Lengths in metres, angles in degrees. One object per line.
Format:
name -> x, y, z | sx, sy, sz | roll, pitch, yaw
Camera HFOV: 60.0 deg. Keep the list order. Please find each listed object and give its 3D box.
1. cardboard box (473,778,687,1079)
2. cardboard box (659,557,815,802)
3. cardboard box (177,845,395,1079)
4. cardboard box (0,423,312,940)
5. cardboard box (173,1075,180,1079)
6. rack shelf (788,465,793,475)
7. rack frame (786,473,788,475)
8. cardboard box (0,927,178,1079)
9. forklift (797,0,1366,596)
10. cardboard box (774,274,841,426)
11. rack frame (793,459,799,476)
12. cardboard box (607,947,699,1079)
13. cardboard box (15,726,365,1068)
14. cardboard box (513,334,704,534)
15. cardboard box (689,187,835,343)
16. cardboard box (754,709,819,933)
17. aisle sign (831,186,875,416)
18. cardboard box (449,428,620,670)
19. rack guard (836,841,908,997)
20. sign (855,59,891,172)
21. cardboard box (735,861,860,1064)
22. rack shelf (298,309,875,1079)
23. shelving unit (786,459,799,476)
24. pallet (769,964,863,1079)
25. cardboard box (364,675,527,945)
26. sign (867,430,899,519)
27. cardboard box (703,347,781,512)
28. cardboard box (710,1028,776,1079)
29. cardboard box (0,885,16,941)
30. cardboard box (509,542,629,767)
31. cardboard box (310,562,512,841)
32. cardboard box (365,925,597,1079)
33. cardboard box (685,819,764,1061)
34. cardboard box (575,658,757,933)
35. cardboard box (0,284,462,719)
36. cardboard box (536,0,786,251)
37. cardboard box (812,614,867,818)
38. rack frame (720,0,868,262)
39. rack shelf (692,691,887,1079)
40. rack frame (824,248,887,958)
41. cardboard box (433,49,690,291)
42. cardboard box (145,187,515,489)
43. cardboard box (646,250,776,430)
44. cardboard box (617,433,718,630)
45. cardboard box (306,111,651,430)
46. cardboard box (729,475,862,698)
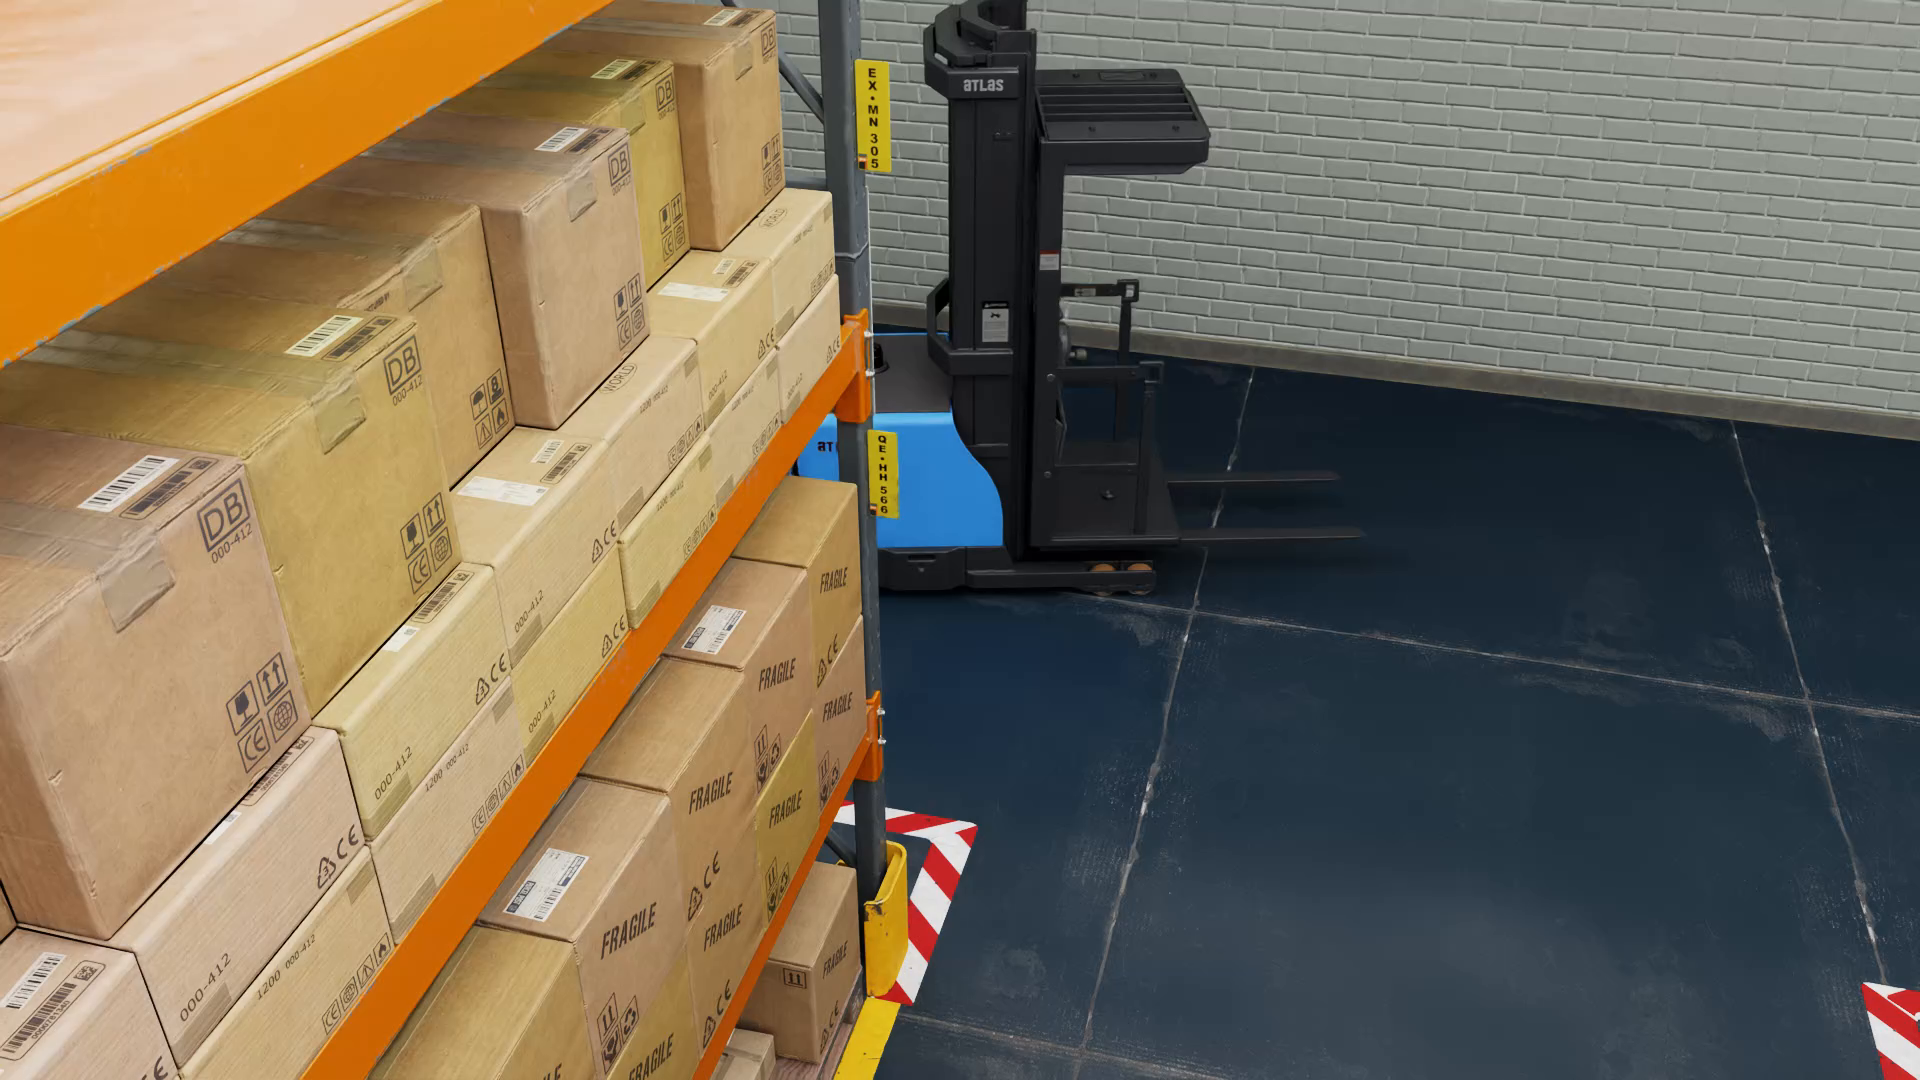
cardboard box -> -1.016, 0.924, 4.045 | 0.500, 0.500, 0.500 | 9, 34, 14
cardboard box -> -0.758, 0.388, 4.889 | 0.500, 0.500, 0.500 | 9, 34, 14
cardboard box -> -1.305, 0.717, 2.740 | 0.500, 0.250, 0.500 | 8, 33, 12
cardboard box -> -1.449, 0.169, 2.437 | 0.700, 0.500, 0.500 | 8, 33, 12
cardboard box -> -1.436, 0.976, 2.333 | 0.500, 0.250, 0.500 | 8, 33, 12
rack shelf -> -1.144, -0.444, 8.955 | 0.538, 0.185, 1.000 | -1, 32, -2
rack frame -> -1.123, -0.324, 8.430 | 0.500, 1.500, 0.032 | -1, 32, -2
cardboard box -> -1.435, 0.765, 2.199 | 0.500, 0.250, 0.500 | 8, 33, 12
forklift -> 0.660, -1.226, 8.517 | 3.031, 2.935, 1.130 | -1, 32, -2
cardboard box -> -0.659, -0.579, 4.778 | 0.500, 0.250, 0.500 | 8, 33, 12
rack frame -> -1.166, -0.869, 9.287 | 0.500, 1.500, 0.032 | -1, 32, -2
cardboard box -> -1.023, 1.338, 4.326 | 0.500, 0.500, 0.500 | 8, 33, 12
cardboard box -> -1.310, 0.505, 2.607 | 0.500, 0.250, 0.500 | 8, 33, 12
cardboard box -> -0.925, -0.273, 3.830 | 0.500, 0.250, 0.500 | 8, 33, 12
cardboard box -> -0.668, -0.791, 4.646 | 0.500, 0.250, 0.500 | 8, 33, 12
cardboard box -> -0.763, 0.818, 5.144 | 0.500, 0.500, 0.500 | 8, 33, 13
aisle sign -> -0.470, -0.770, 5.311 | 0.394, 0.787, 0.004 | 8, 33, 12
cardboard box -> -1.045, -0.012, 3.421 | 0.500, 0.250, 0.500 | 8, 33, 12
rack guard -> -0.803, 1.416, 6.627 | 1.175, 0.500, 0.348 | 8, 33, 12
sign -> -0.252, -1.232, 4.841 | 0.100, 0.325, 0.005 | 8, 33, 12
cardboard box -> -0.684, 1.506, 6.075 | 0.500, 0.500, 0.500 | 8, 33, 12
rack shelf -> -1.292, 0.397, 3.774 | 1.077, 0.370, 4.000 | 8, 33, 12
shelving unit -> -1.145, -0.596, 8.858 | 0.538, 1.500, 1.048 | -1, 32, -2
pallet -> -1.005, 1.951, 6.054 | 1.003, 0.211, 1.213 | 8, 33, 12
cardboard box -> -1.177, 0.458, 3.148 | 0.500, 0.250, 0.500 | 8, 33, 12
sign -> -0.252, -0.215, 5.488 | 0.100, 0.325, 0.005 | 8, 33, 12
cardboard box -> -0.797, -0.321, 4.372 | 0.500, 0.250, 0.500 | 8, 33, 12
cardboard box -> -0.874, 1.845, 5.853 | 0.380, 0.166, 0.250 | 8, 33, 12
cardboard box -> -1.713, 0.409, 2.059 | 0.700, 0.500, 0.500 | 8, 33, 12
cardboard box -> -1.054, 0.198, 3.557 | 0.500, 0.250, 0.500 | 8, 33, 12
cardboard box -> -1.172, 0.247, 3.013 | 0.500, 0.250, 0.500 | 8, 33, 12
cardboard box -> -1.146, 1.192, 3.624 | 0.500, 0.500, 0.500 | 7, 33, 11
cardboard box -> -0.894, 1.076, 4.738 | 0.500, 0.500, 0.500 | 8, 33, 13
cardboard box -> -0.885, 0.657, 4.465 | 0.500, 0.500, 0.500 | 9, 34, 14
cardboard box -> -1.328, -0.091, 2.846 | 0.700, 0.500, 0.500 | 8, 33, 12
cardboard box -> -0.899, -1.140, 4.496 | 0.700, 0.500, 0.500 | 8, 33, 12
cardboard box -> -0.634, 0.548, 5.568 | 0.500, 0.500, 0.500 | 9, 34, 14
rack frame -> -0.784, -2.211, 4.409 | 1.000, 3.000, 0.127 | 8, 33, 12
rack shelf -> -1.292, 1.663, 4.579 | 1.077, 0.370, 4.000 | 8, 33, 12
rack frame -> -0.784, 0.321, 6.019 | 1.000, 3.000, 0.127 | 8, 33, 12
cardboard box -> -1.107, -0.892, 4.106 | 0.700, 0.500, 0.500 | 8, 33, 12
cardboard box -> -1.348, -0.371, 3.287 | 0.700, 0.500, 0.500 | 8, 33, 12
cardboard box -> -0.794, -0.532, 4.238 | 0.500, 0.250, 0.500 | 8, 33, 12
cardboard box -> -0.911, -0.060, 3.962 | 0.500, 0.250, 0.500 | 8, 33, 12
cardboard box -> -1.131, -0.618, 3.675 | 0.700, 0.500, 0.500 | 8, 33, 12
cardboard box -> -0.631, 0.125, 5.301 | 0.500, 0.500, 0.500 | 8, 33, 12
